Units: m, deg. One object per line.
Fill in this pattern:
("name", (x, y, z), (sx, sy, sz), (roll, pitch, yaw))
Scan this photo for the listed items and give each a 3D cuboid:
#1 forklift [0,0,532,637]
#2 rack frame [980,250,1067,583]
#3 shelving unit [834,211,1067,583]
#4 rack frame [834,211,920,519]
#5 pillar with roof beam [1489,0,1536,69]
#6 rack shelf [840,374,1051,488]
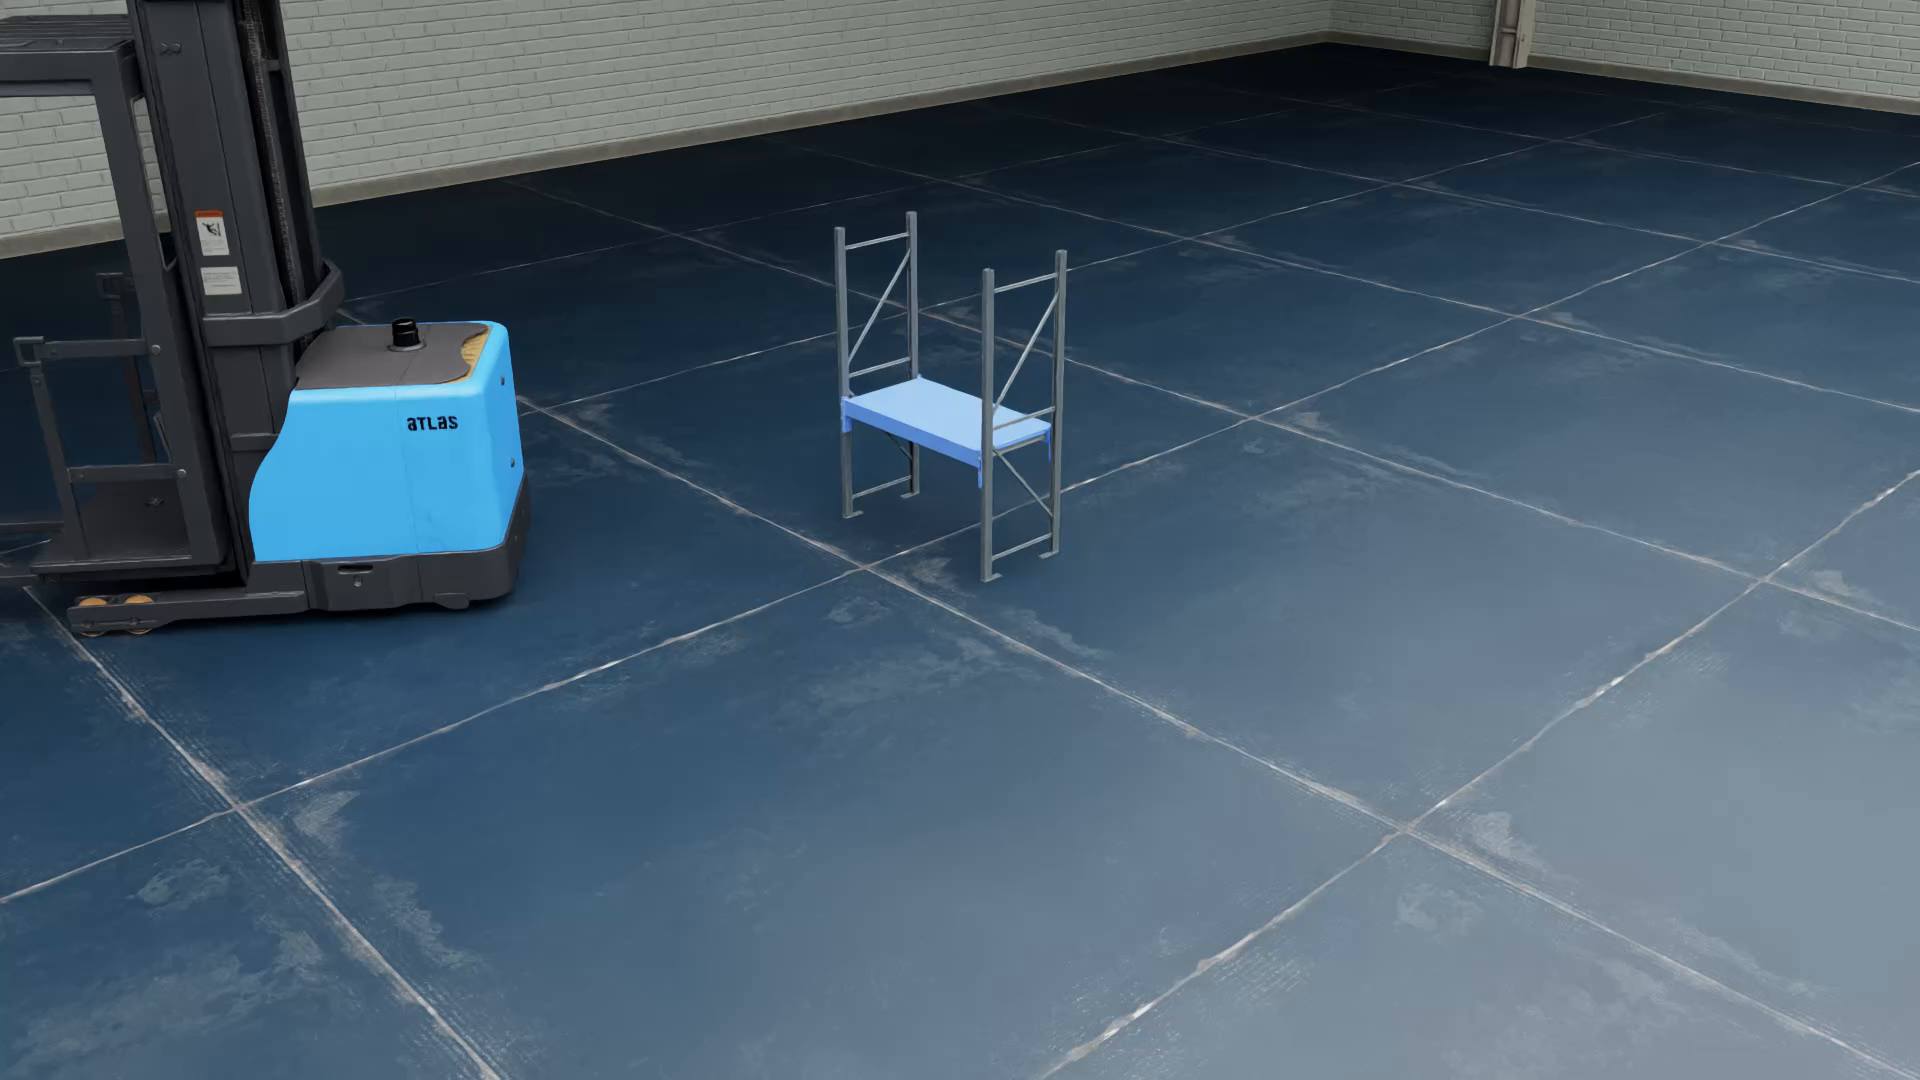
("forklift", (-3.601, -1.141, 7.221), (3.031, 2.935, 1.130), (-3, 25, -7))
("rack frame", (0.289, -0.554, 7.658), (0.500, 1.500, 0.032), (-21, 32, -38))
("shelving unit", (-0.058, -0.708, 7.995), (0.538, 1.500, 1.048), (-21, 32, -38))
("rack frame", (-0.406, -0.862, 8.333), (0.500, 1.500, 0.032), (-21, 32, -38))
("pillar with roof beam", (4.110, -9.149, 17.464), (9.100, 9.000, 0.400), (-21, 32, -38))
("rack shelf", (-0.058, -0.545, 8.070), (0.538, 0.185, 1.000), (-21, 32, -38))
